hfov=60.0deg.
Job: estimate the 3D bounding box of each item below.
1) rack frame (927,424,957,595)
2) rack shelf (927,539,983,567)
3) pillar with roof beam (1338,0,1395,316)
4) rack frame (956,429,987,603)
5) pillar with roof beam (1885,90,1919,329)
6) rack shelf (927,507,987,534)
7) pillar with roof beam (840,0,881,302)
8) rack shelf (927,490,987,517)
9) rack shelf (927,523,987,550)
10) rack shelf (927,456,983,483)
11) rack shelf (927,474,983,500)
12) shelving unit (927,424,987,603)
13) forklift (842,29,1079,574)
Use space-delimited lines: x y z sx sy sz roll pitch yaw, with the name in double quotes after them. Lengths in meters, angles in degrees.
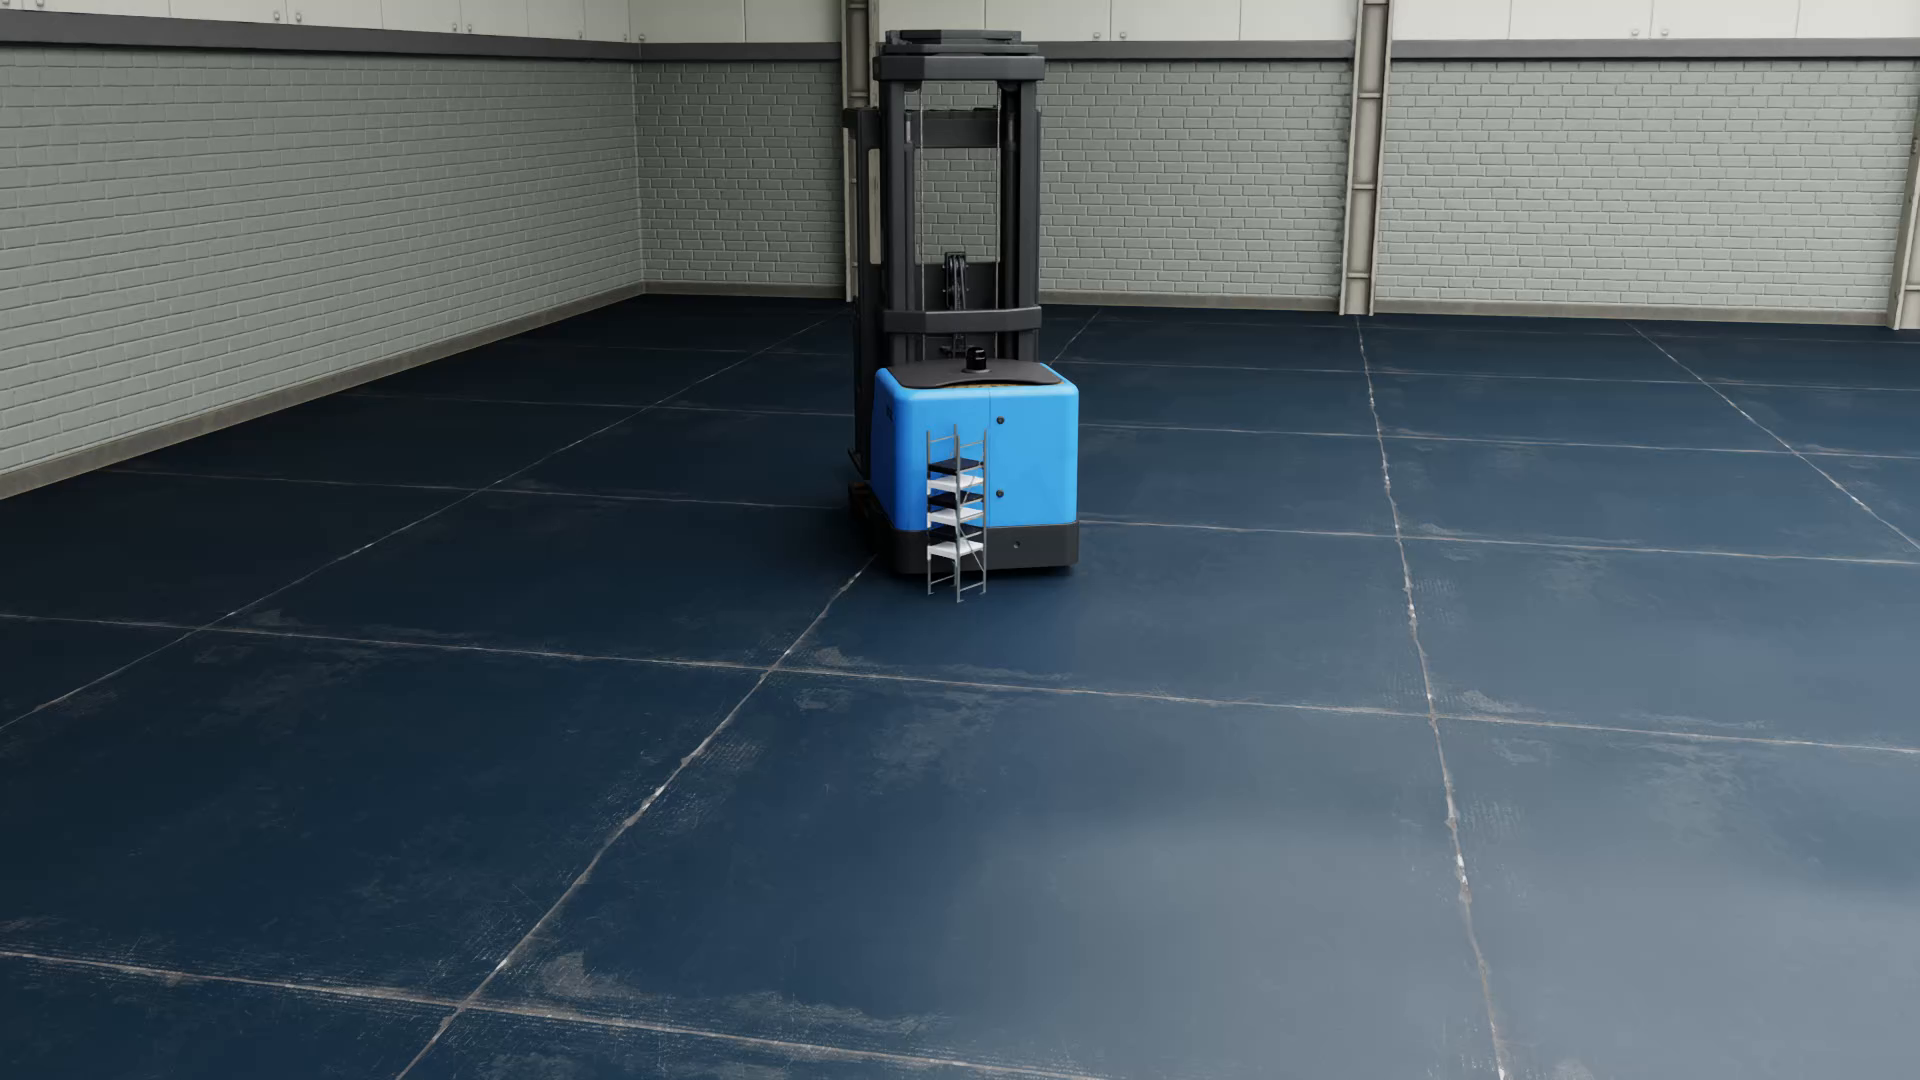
-0.095 -0.161 8.886 0.006 0.900 0.240 13 20 38 "rack frame"
-0.017 0.062 8.879 0.200 0.077 0.258 13 20 38 "rack shelf"
3.825 -5.892 14.407 0.400 9.000 9.100 3 16 11 "pillar with roof beam"
0.061 -0.126 8.760 0.006 0.900 0.240 13 20 38 "rack frame"
9.705 -5.573 13.255 0.400 9.000 9.100 3 16 11 "pillar with roof beam"
-0.017 -0.112 8.832 0.200 0.077 0.258 13 20 38 "rack shelf"
-2.054 -6.212 15.560 0.400 9.000 9.100 3 16 11 "pillar with roof beam"
-0.017 -0.198 8.808 0.200 0.077 0.258 13 20 38 "rack shelf"
-0.017 -0.025 8.855 0.200 0.077 0.258 13 20 38 "rack shelf"
-0.016 -0.372 8.760 0.200 0.077 0.258 13 20 38 "rack shelf"
-0.016 -0.285 8.784 0.200 0.077 0.258 13 20 38 "rack shelf"
-0.017 -0.144 8.823 0.210 0.900 0.258 13 20 38 "shelving unit"
-0.114 -1.576 10.193 1.130 2.935 3.031 -3 16 -10 "forklift"
